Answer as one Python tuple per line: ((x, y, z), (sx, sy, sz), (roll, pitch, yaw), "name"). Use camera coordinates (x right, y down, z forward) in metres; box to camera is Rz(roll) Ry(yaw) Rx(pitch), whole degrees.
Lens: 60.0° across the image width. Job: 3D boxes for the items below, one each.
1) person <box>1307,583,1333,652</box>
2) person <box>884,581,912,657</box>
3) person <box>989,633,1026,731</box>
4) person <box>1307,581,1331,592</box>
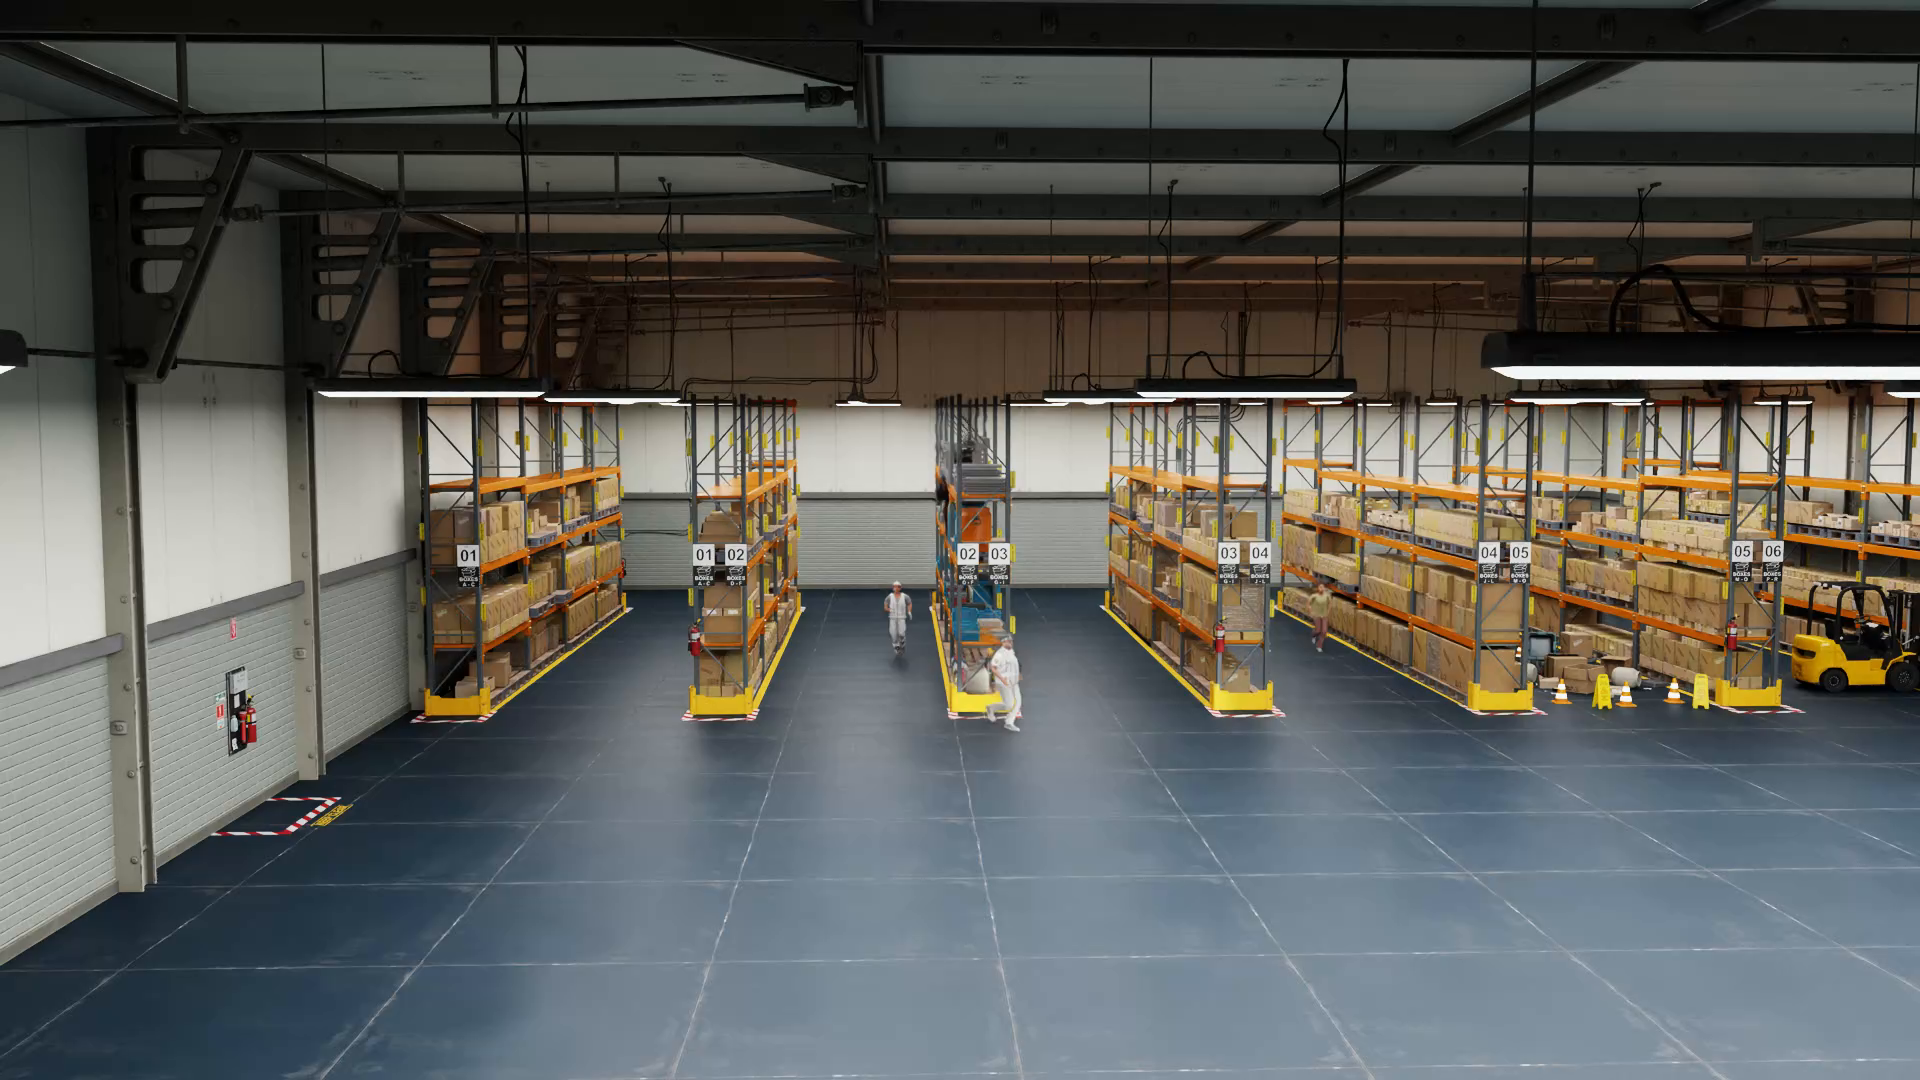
((8.541, 1.827, 39.403), (0.593, 1.623, 0.553), (0, 5, -4), "person")
((-1.427, 1.819, 38.218), (0.639, 1.754, 0.666), (0, 4, 1), "person")
((0.857, 2.527, 29.713), (0.604, 1.747, 0.672), (3, 5, 34), "person")
((10.517, 1.062, 48.951), (0.909, 1.699, 0.595), (-1, 5, -10), "person")
